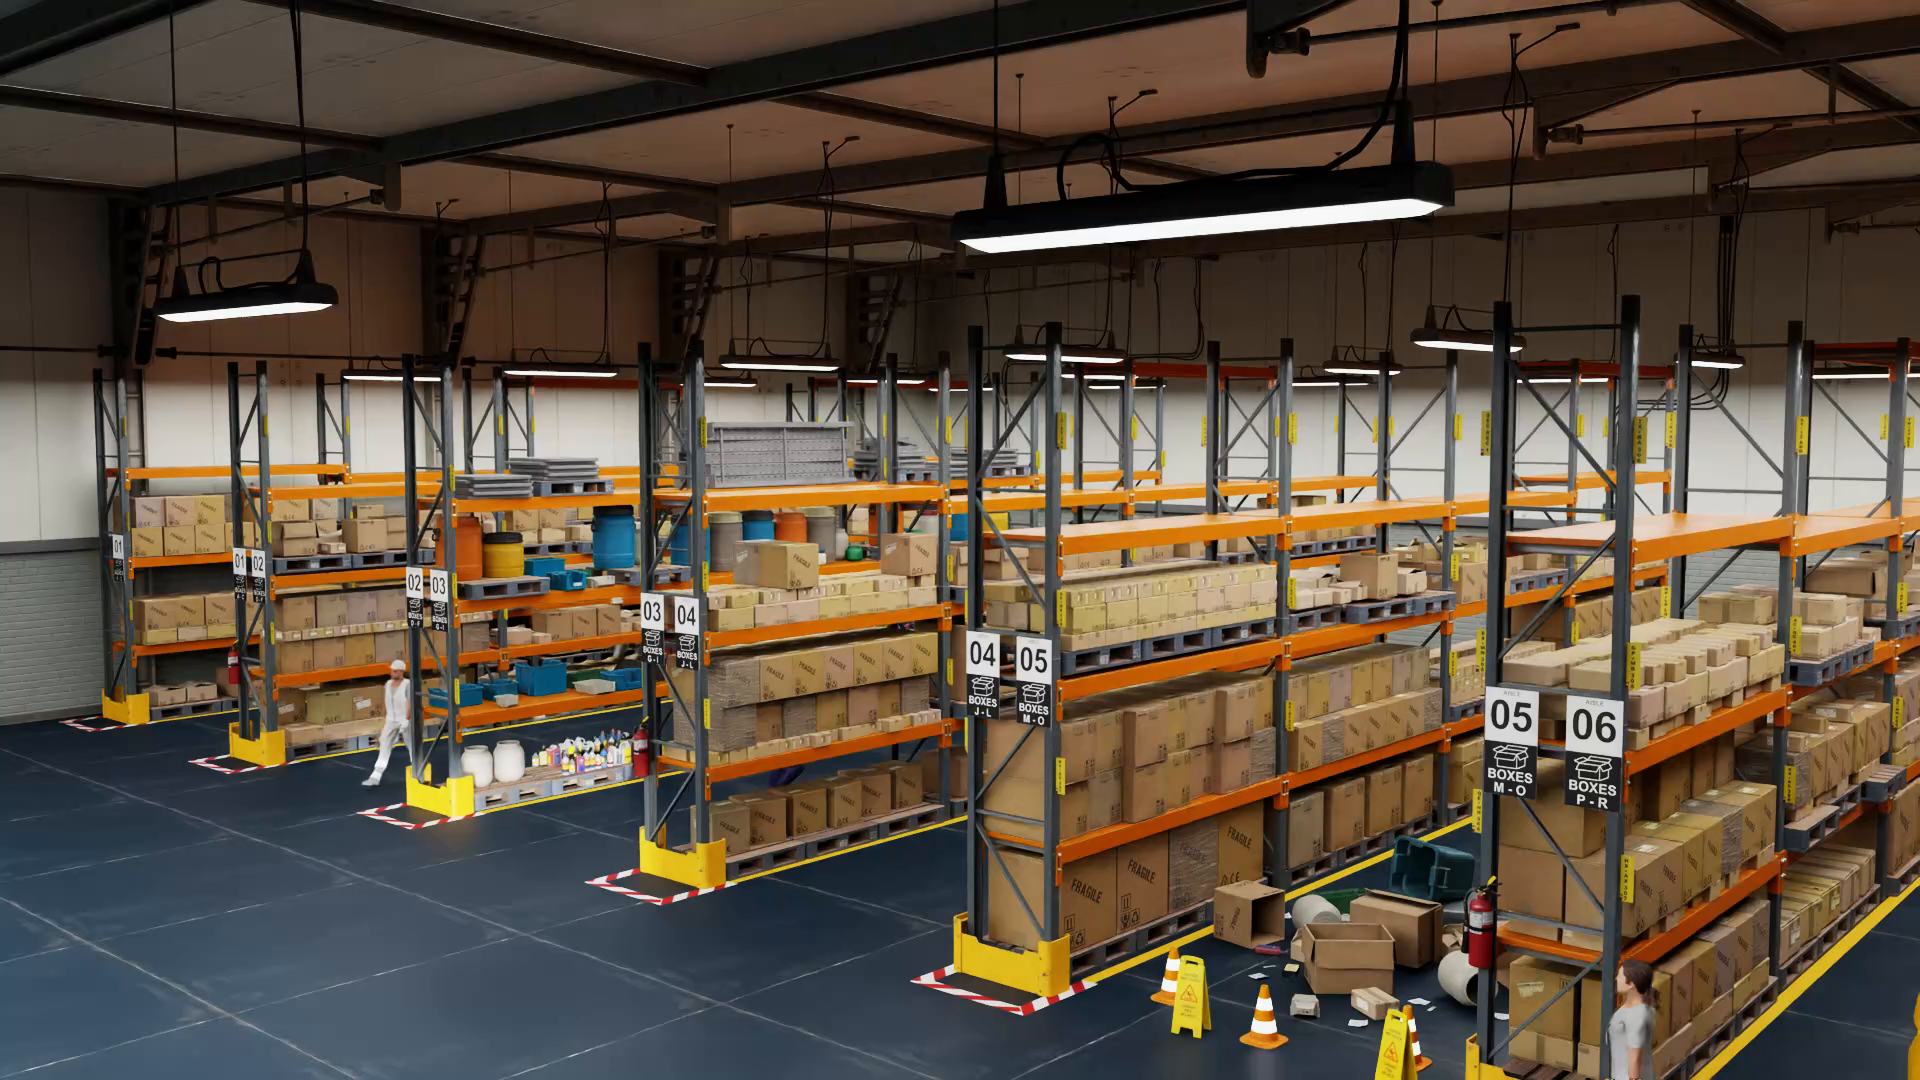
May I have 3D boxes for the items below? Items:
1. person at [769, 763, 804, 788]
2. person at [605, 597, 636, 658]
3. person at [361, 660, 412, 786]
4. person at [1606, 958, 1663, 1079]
[{"bbox_3d":[-2.381,2.705,22.246,0.462,1.638,0.538,-4,6,-41],"label":"person"},{"bbox_3d":[-6.614,1.937,32.052,0.562,1.708,0.974,3,5,32],"label":"person"},{"bbox_3d":[-7.913,2.551,23.314,0.562,1.731,1.040,1,4,11],"label":"person"},{"bbox_3d":[4.416,3.530,10.773,0.717,1.649,0.447,1,4,10],"label":"person"}]
